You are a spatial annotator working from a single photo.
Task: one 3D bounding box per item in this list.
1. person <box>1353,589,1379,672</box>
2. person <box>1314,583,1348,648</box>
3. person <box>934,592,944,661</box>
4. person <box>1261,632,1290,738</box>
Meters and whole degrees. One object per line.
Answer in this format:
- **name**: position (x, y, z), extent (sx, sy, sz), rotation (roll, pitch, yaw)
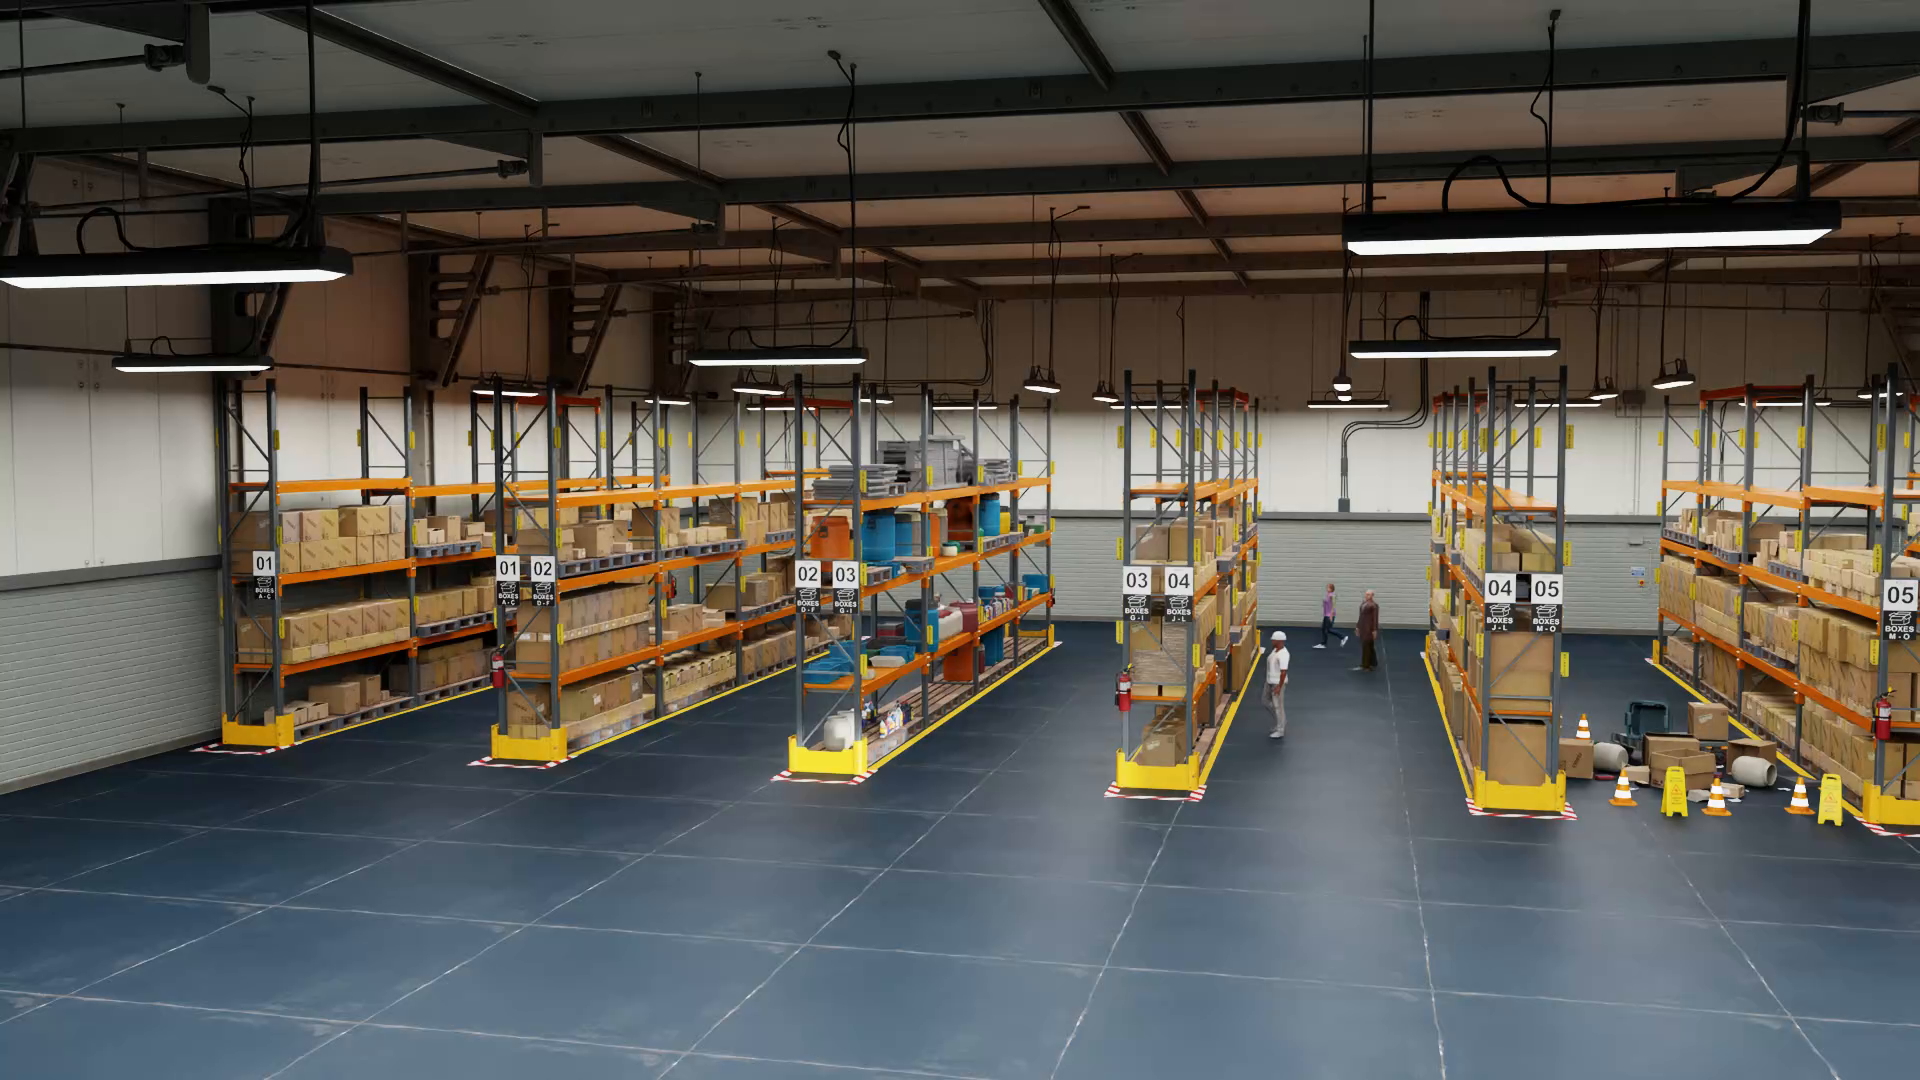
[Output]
- **person**: position (8.786, 1.954, 36.035), extent (0.576, 1.776, 0.569), rotation (0, 3, 3)
- **person**: position (8.897, 1.818, 39.850), extent (0.757, 1.577, 0.436), rotation (0, 3, 2)
- **person**: position (-0.569, 1.980, 37.414), extent (0.470, 1.603, 0.742), rotation (1, 4, 20)
- **person**: position (5.371, 2.423, 28.136), extent (0.462, 1.768, 0.659), rotation (-1, 4, -13)
